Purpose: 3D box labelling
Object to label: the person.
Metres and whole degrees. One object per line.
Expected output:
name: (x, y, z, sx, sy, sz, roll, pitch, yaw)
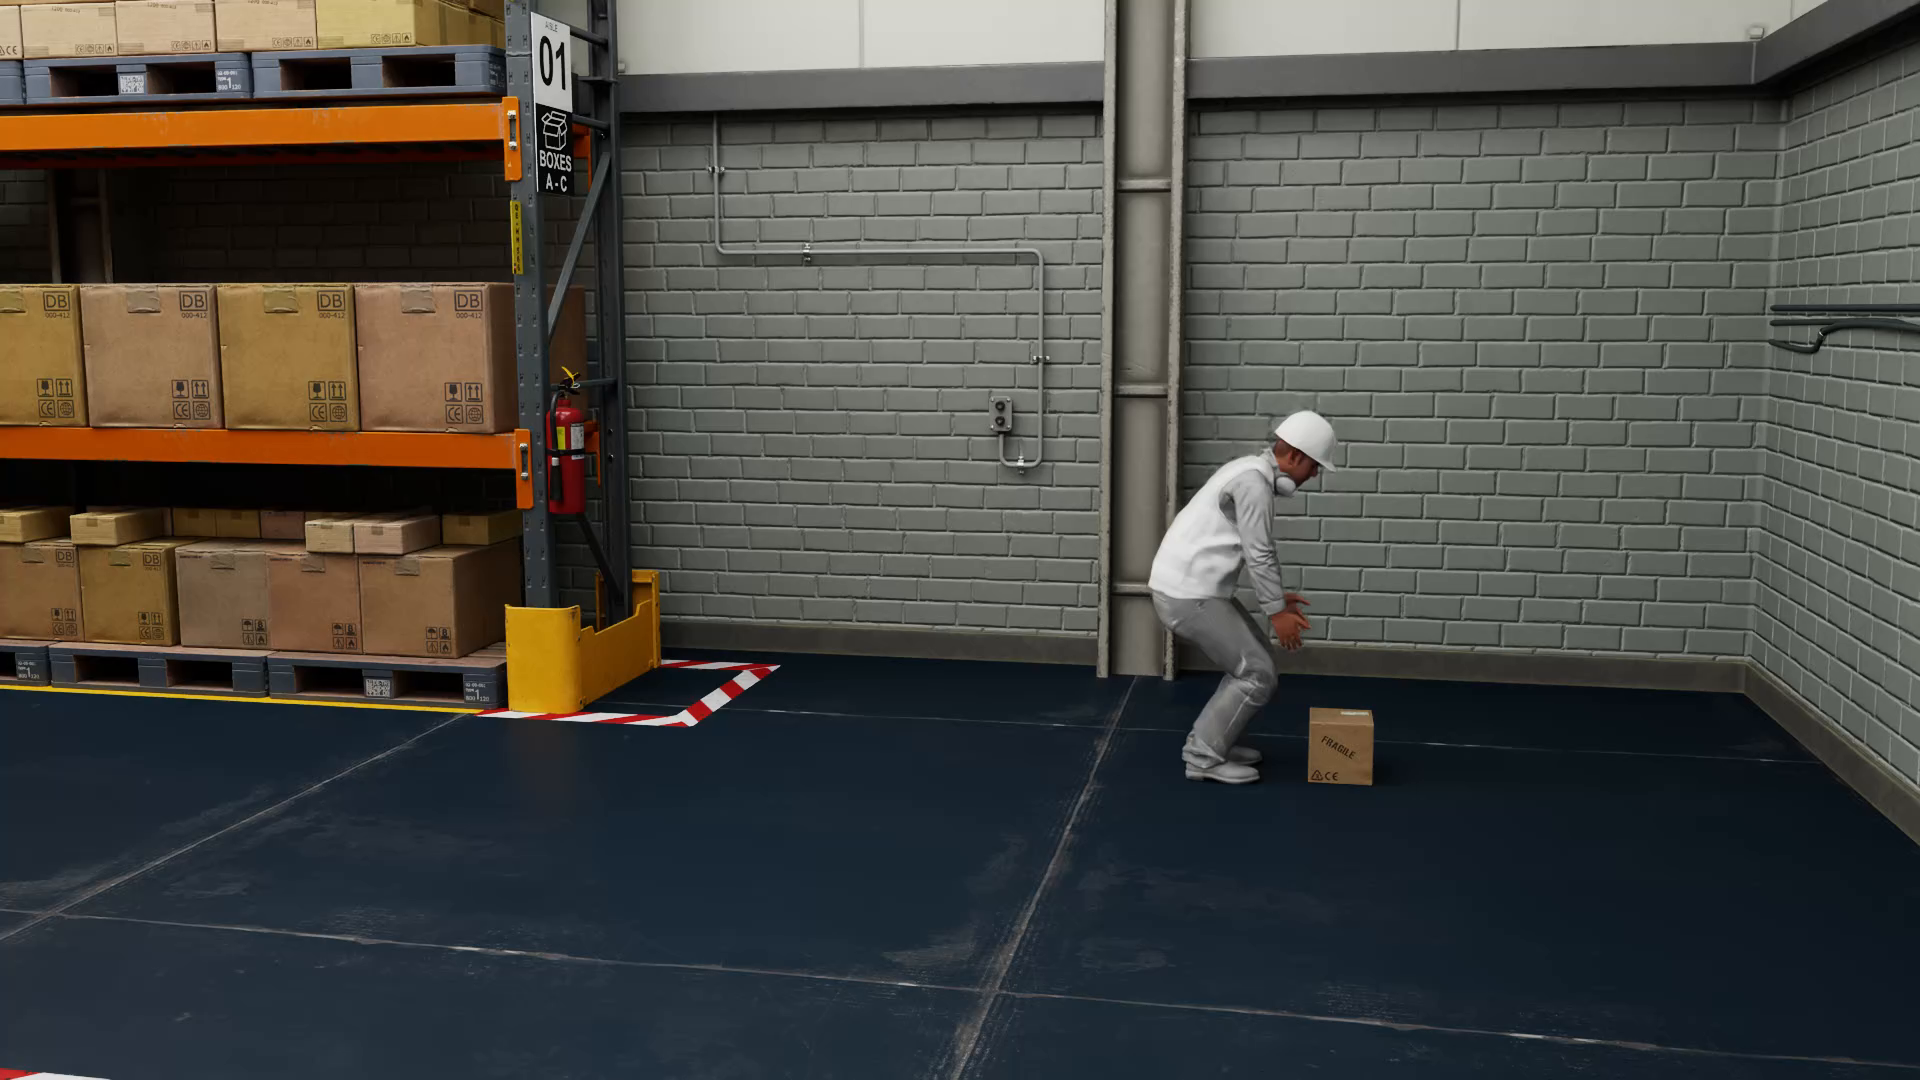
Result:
person: (1.139, 0.216, 6.757, 0.734, 1.478, 0.591, 2, 8, 11)
